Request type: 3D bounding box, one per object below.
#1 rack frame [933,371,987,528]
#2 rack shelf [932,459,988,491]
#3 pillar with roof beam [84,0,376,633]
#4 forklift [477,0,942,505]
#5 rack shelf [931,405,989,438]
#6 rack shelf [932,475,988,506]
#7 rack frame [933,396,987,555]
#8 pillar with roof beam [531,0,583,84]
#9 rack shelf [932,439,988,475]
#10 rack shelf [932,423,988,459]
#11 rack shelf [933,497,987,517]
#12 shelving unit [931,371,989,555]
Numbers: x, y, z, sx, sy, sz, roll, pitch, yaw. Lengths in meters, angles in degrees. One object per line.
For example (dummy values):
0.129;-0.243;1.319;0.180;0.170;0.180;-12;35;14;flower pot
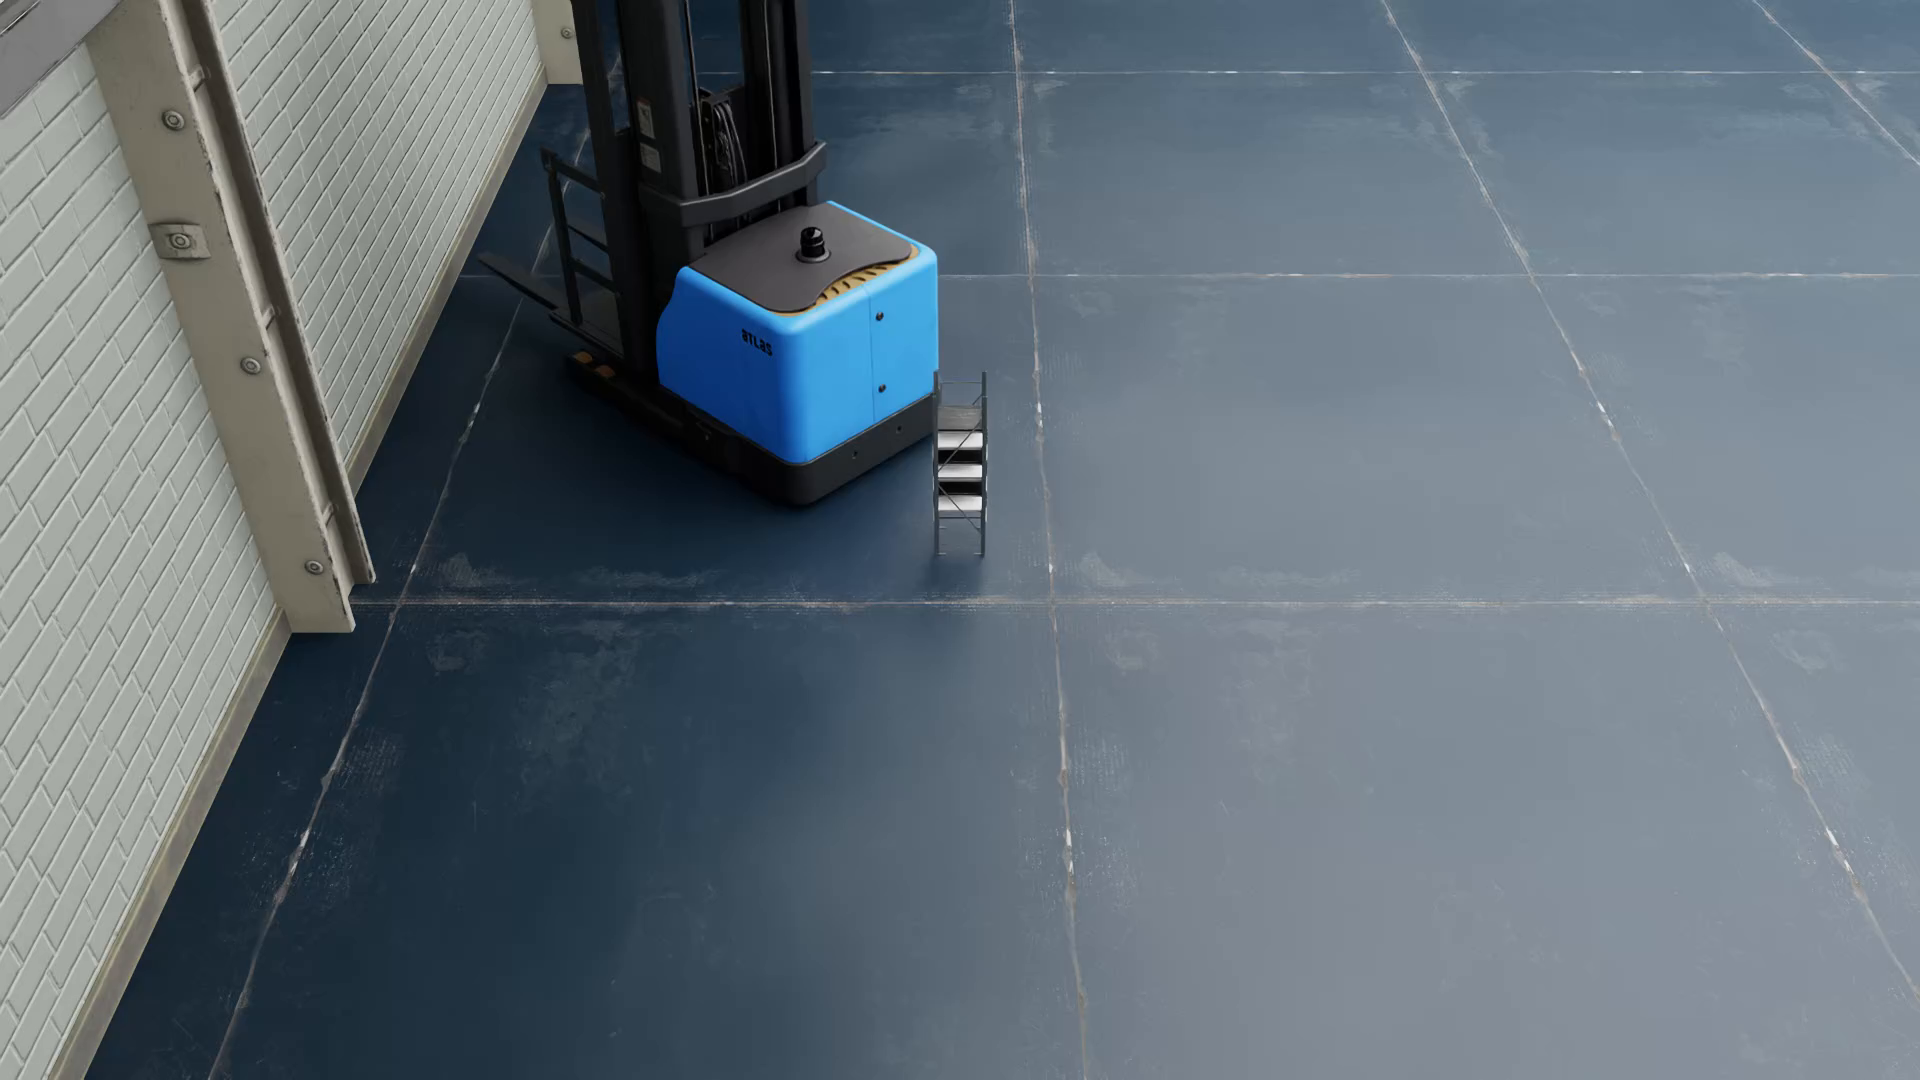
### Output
0.000;-0.410;7.787;0.240;0.900;0.006;0;39;0;rack frame
0.000;-0.320;7.729;0.258;0.077;0.200;0;39;0;rack shelf
1.418;-3.223;4.822;9.100;9.000;0.400;0;39;0;pillar with roof beam
-1.503;-2.125;8.303;3.031;2.935;1.130;31;48;33;forklift
0.000;-0.531;7.560;0.258;0.077;0.200;0;39;0;rack shelf
0.000;-0.250;7.785;0.258;0.077;0.200;0;39;0;rack shelf
0.000;-0.282;7.628;0.240;0.900;0.006;0;39;0;rack frame
1.411;-6.975;9.504;9.100;9.000;0.400;0;39;0;pillar with roof beam
0.000;-0.390;7.672;0.258;0.077;0.200;0;39;0;rack shelf
0.000;-0.461;7.616;0.258;0.077;0.200;0;39;0;rack shelf
0.000;-0.180;7.841;0.258;0.077;0.200;0;39;0;rack shelf
0.000;-0.346;7.708;0.258;0.900;0.210;0;39;0;shelving unit
